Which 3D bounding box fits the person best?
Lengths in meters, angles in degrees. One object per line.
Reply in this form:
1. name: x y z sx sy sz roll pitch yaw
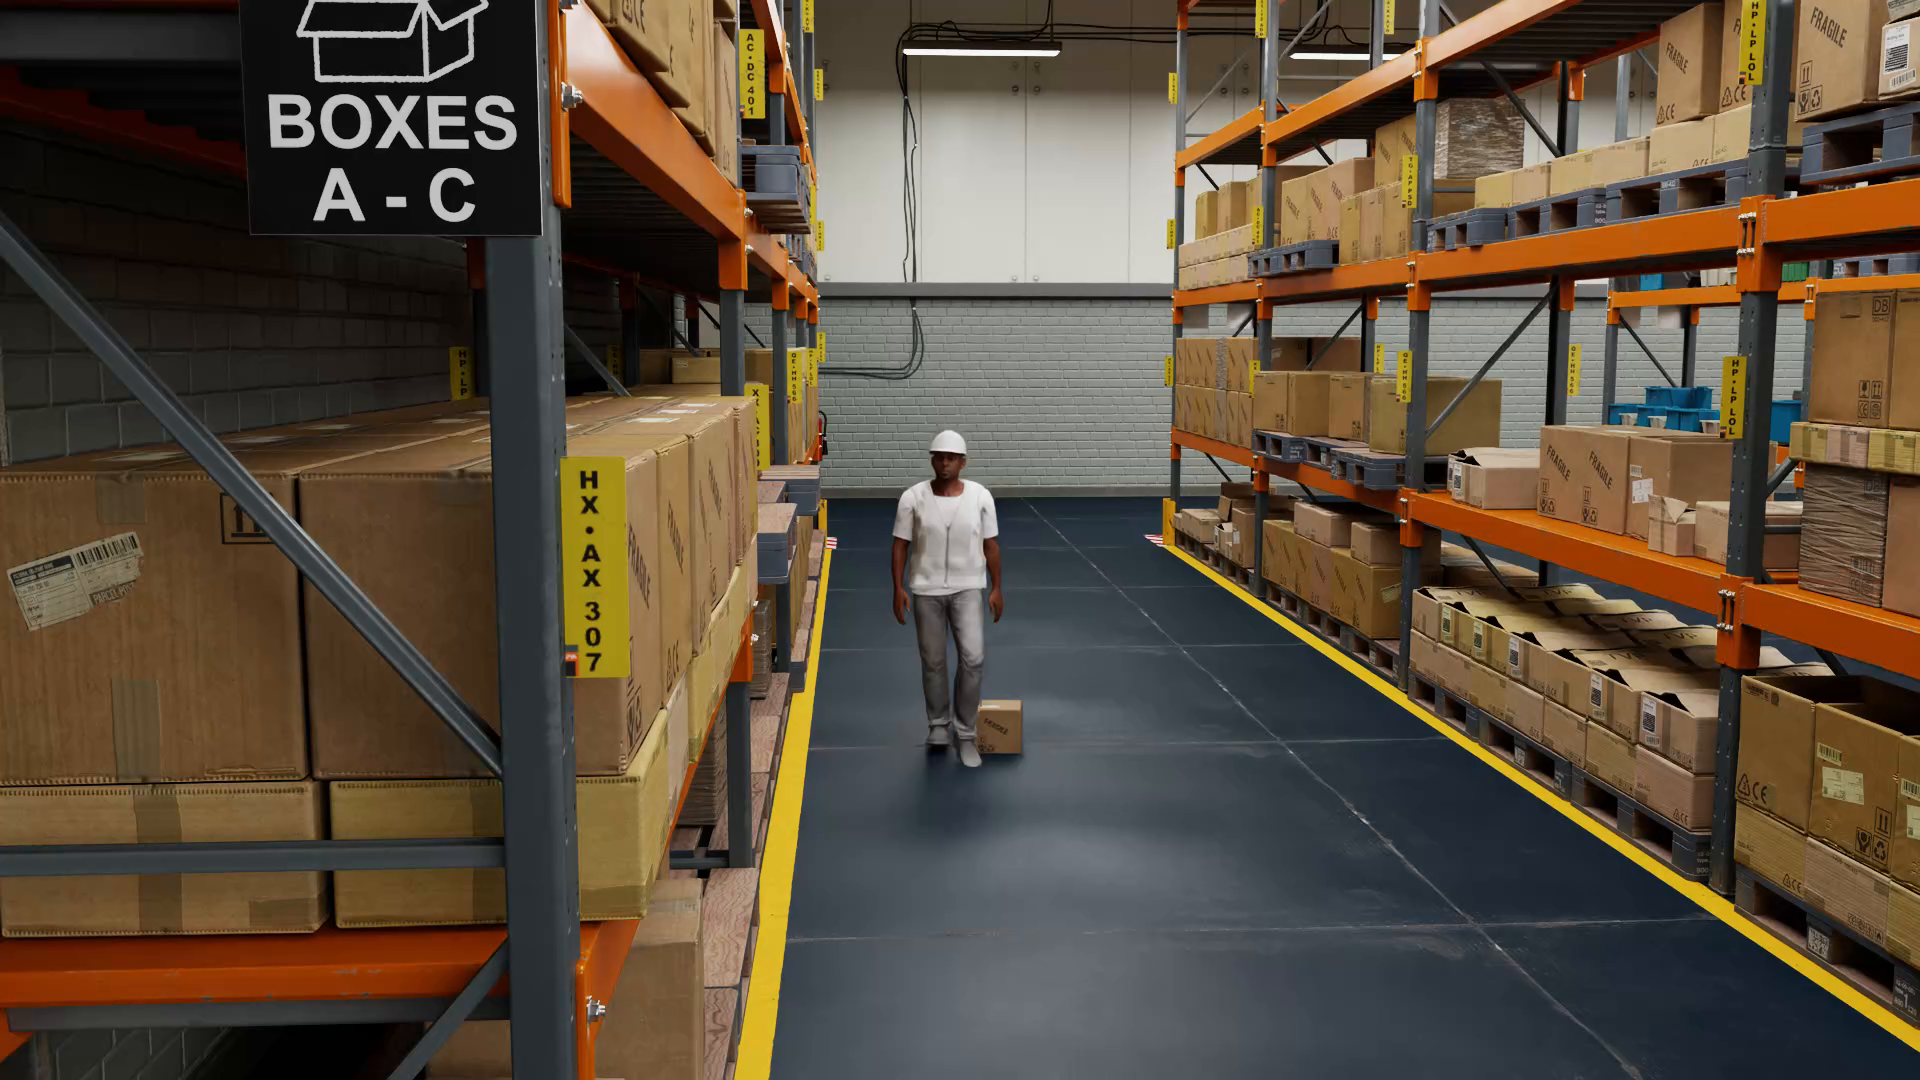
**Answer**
1. person: -0.071 0.321 9.079 0.612 1.835 0.572 0 7 2
